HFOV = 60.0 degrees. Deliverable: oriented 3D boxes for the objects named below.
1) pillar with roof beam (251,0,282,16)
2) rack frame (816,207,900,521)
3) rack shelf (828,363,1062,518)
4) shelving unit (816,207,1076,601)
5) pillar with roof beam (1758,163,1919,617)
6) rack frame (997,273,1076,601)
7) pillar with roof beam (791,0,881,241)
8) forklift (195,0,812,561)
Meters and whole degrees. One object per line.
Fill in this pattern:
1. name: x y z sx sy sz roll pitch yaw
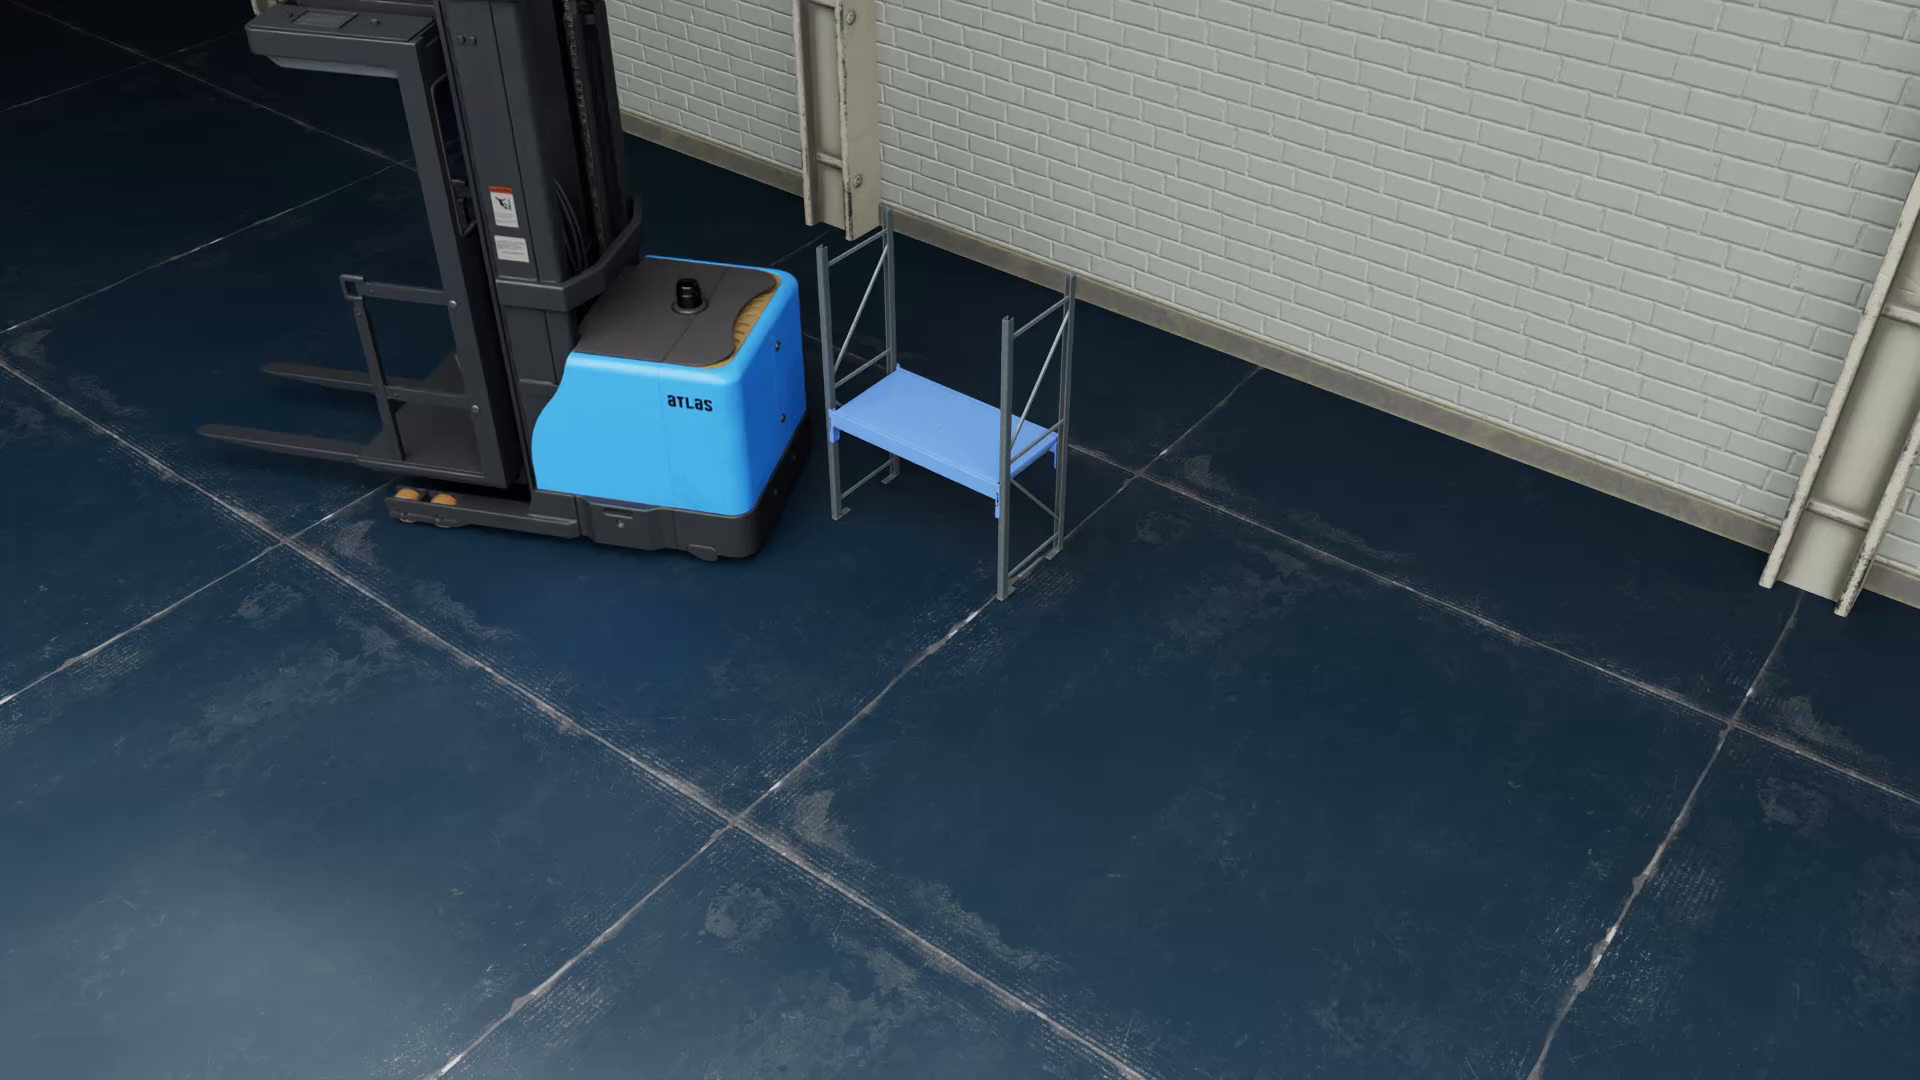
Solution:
1. pillar with roof beam: -8.131 -5.722 8.120 0.400 9.000 9.100 25 45 29
2. rack frame: -0.472 -0.813 7.932 0.032 1.500 0.500 25 45 29
3. rack shelf: -0.068 -0.481 7.800 1.000 0.185 0.538 25 45 29
4. shelving unit: -0.068 -0.622 7.689 1.048 1.500 0.538 25 45 29
5. pillar with roof beam: 1.401 -1.228 2.380 0.400 9.000 9.100 25 45 29
6. rack frame: 0.336 -0.432 7.446 0.032 1.500 0.500 25 45 29
7. pillar with roof beam: -3.365 -3.475 5.250 0.400 9.000 9.100 25 45 29
8. forklift: -2.339 -1.522 7.677 3.031 2.935 1.130 8 39 10
